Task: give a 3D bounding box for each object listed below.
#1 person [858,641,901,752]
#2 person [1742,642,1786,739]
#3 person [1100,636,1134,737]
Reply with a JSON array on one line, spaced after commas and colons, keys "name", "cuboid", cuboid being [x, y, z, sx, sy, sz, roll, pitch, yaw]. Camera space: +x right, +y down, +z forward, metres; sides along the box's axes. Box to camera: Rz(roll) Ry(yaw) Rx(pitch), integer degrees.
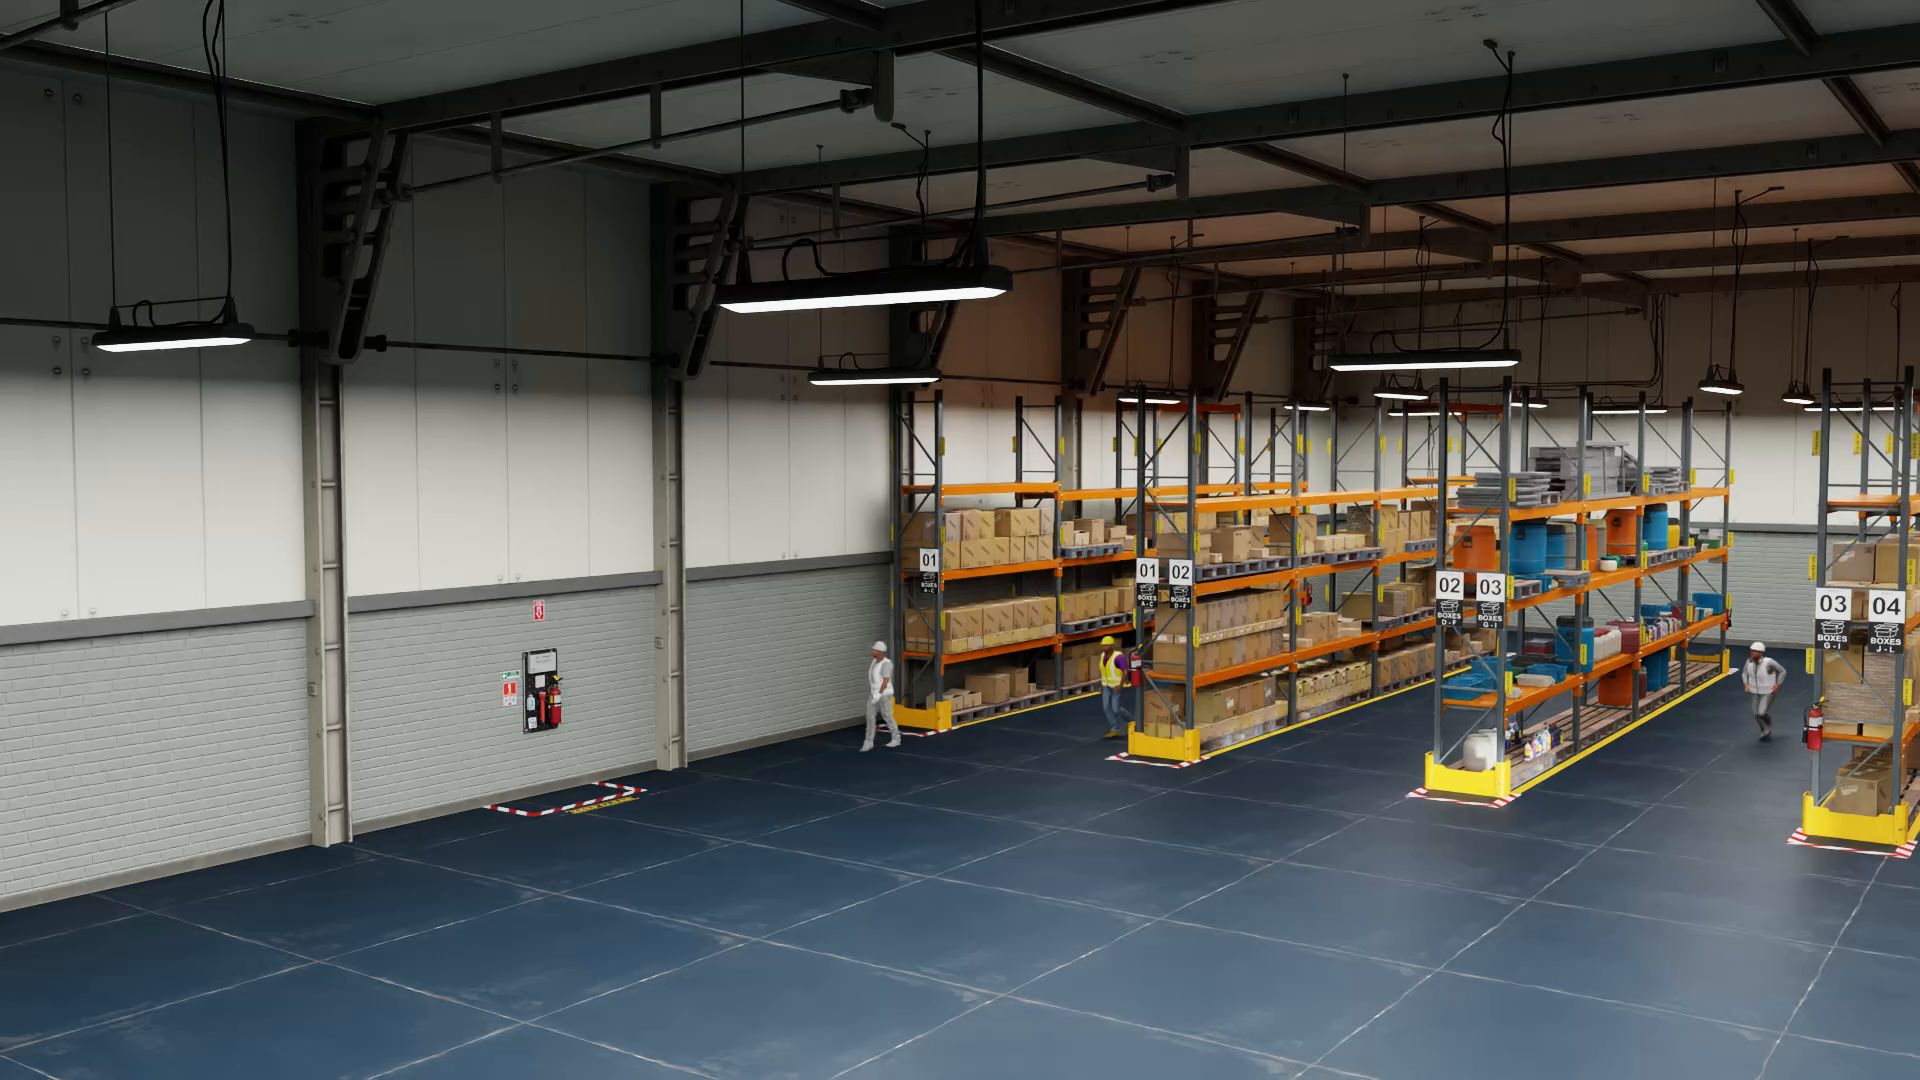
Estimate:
[{"name": "person", "cuboid": [-1.349, 2.586, 27.463, 0.758, 1.823, 0.582, -2, 4, -32]}, {"name": "person", "cuboid": [13.715, 2.565, 28.351, 0.706, 1.683, 0.708, -3, 4, -43]}, {"name": "person", "cuboid": [2.681, 2.521, 28.706, 0.635, 1.740, 0.636, -3, 4, -42]}]
